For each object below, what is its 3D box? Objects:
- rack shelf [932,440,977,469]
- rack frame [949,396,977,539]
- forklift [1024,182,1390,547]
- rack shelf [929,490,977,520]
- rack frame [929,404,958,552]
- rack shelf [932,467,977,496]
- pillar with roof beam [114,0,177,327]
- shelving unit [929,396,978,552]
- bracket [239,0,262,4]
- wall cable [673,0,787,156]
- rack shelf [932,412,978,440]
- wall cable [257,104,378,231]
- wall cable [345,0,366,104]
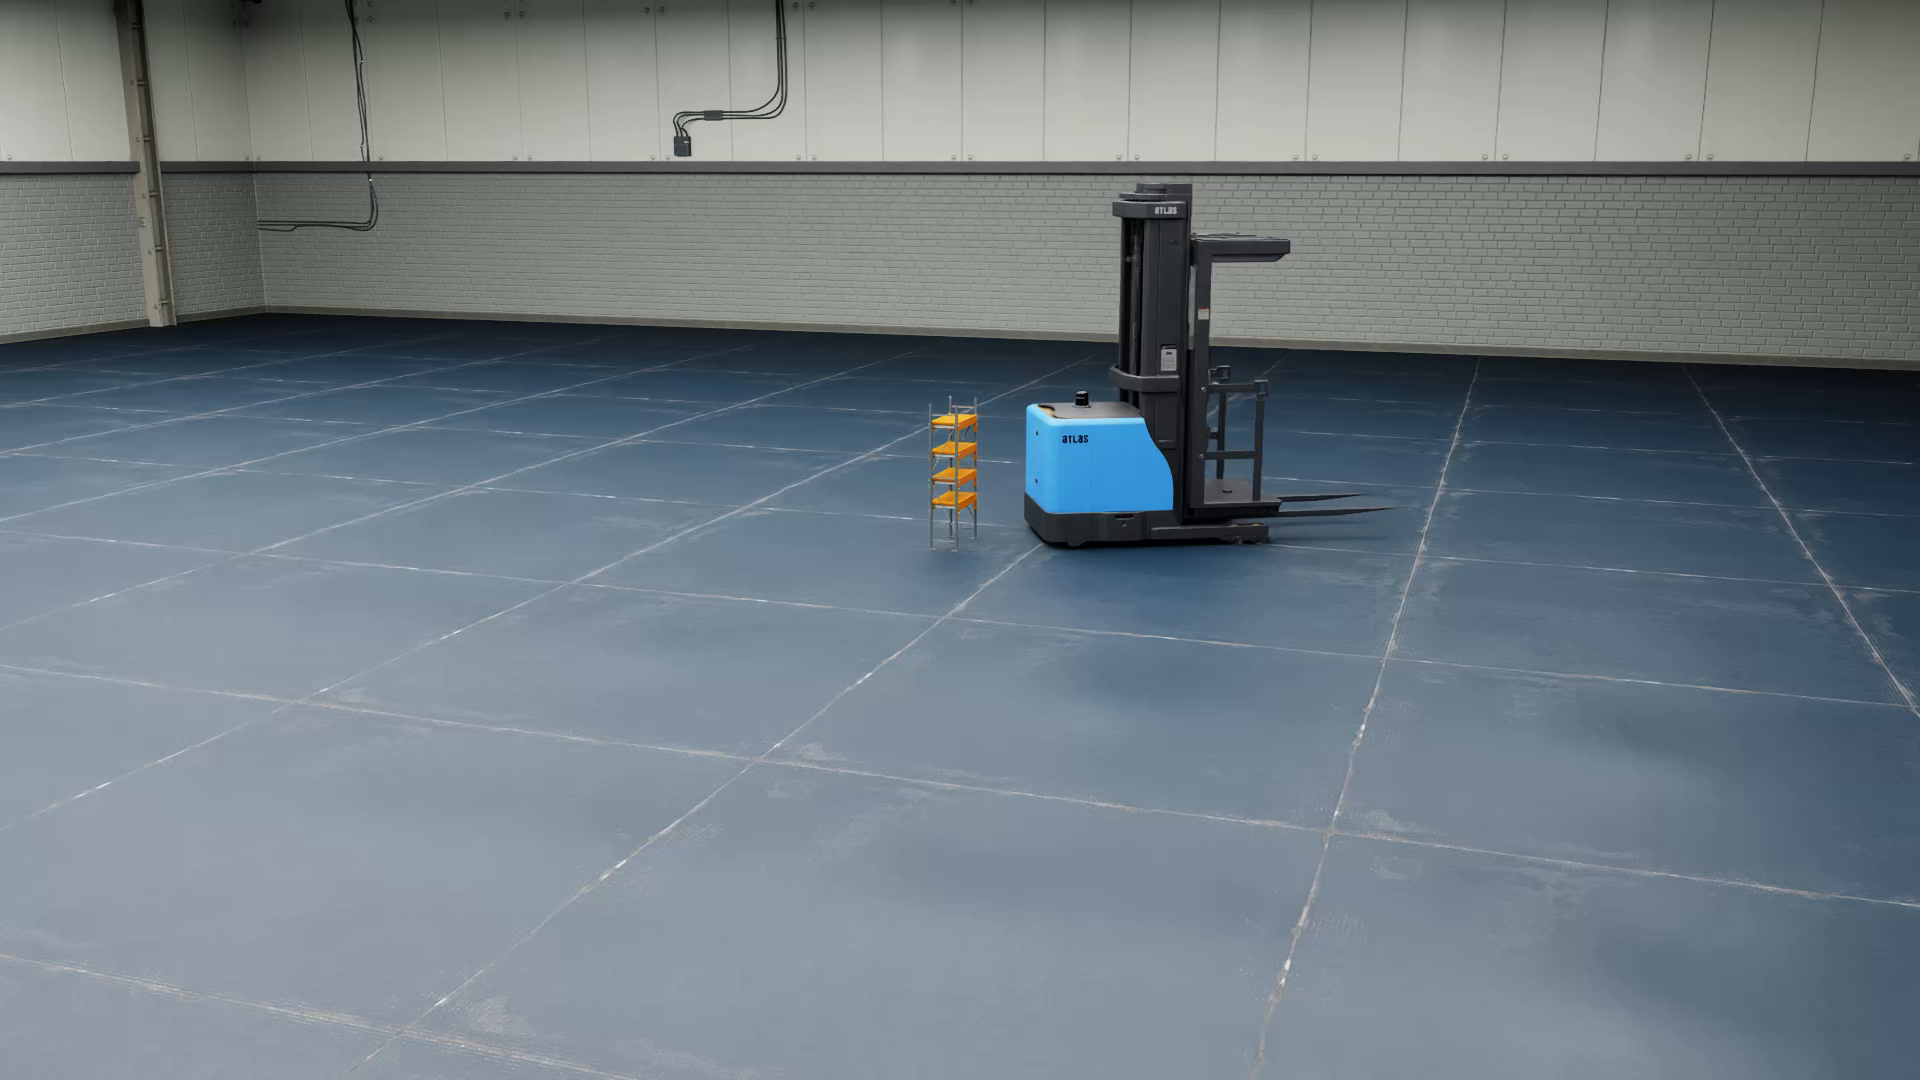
[{"bbox_3d":[-0.054,-0.703,13.667,0.258,0.148,0.480,4,14,18],"label":"rack shelf"},{"bbox_3d":[0.025,-0.601,13.927,0.240,1.200,0.015,4,14,18],"label":"rack frame"},{"bbox_3d":[2.120,-1.504,13.991,3.031,2.935,1.130,-2,13,-9],"label":"forklift"},{"bbox_3d":[-0.054,-0.291,13.761,0.258,0.148,0.480,4,14,18],"label":"rack shelf"},{"bbox_3d":[-0.133,-0.499,13.477,0.240,1.200,0.015,4,14,18],"label":"rack frame"},{"bbox_3d":[-0.054,-0.485,13.717,0.258,0.148,0.480,4,14,18],"label":"rack shelf"},{"bbox_3d":[-11.351,-8.229,29.817,9.100,9.000,0.548,4,14,18],"label":"pillar with roof beam"},{"bbox_3d":[-0.054,-0.550,13.702,0.258,1.200,0.503,4,14,18],"label":"shelving unit"},{"bbox_3d":[-14.187,-10.854,33.232,0.235,0.232,0.430,4,14,18],"label":"bracket"},{"bbox_3d":[-4.242,-10.035,30.088,2.305,6.003,0.169,4,14,18],"label":"wall cable"},{"bbox_3d":[-0.054,-0.933,13.614,0.258,0.148,0.480,4,14,18],"label":"rack shelf"},{"bbox_3d":[-13.220,-7.550,33.821,3.097,2.526,0.112,4,14,18],"label":"wall cable"},{"bbox_3d":[-10.660,-9.817,32.406,3.097,2.526,0.112,4,14,18],"label":"wall cable"}]
